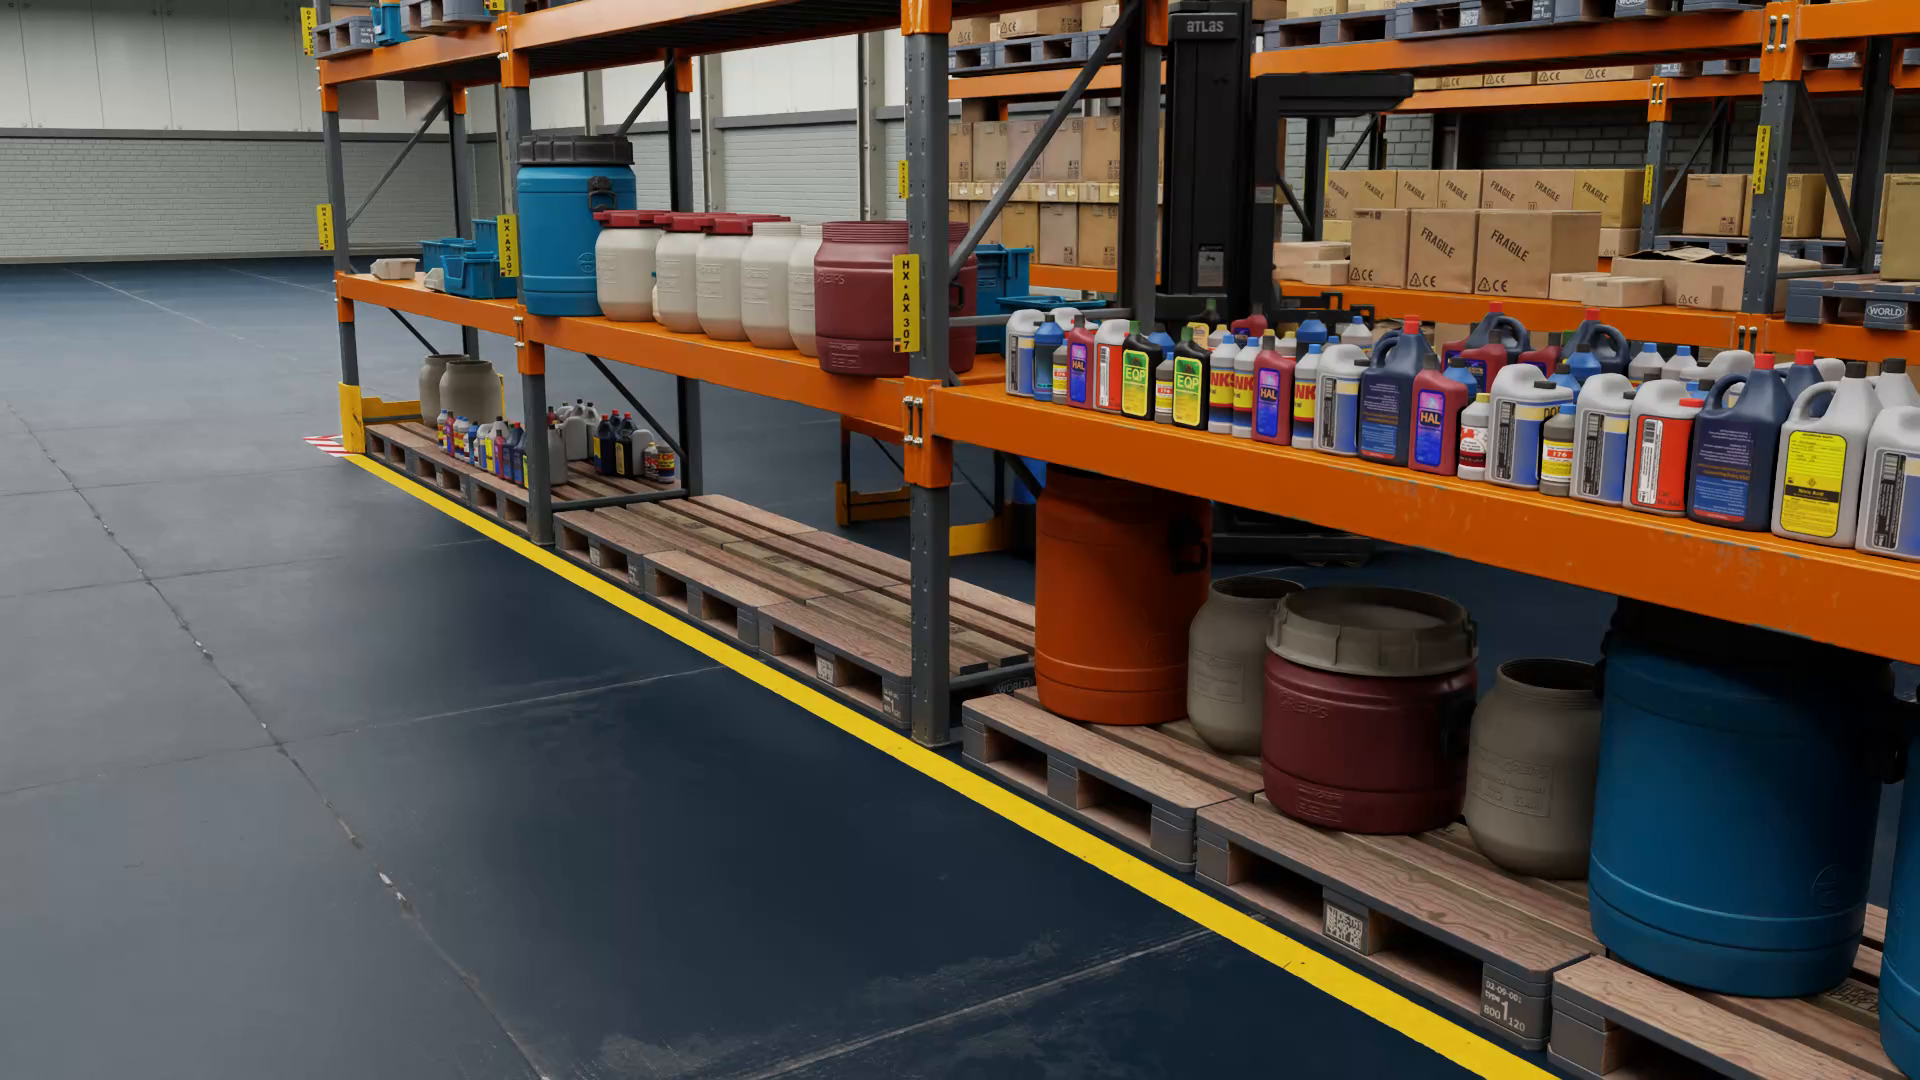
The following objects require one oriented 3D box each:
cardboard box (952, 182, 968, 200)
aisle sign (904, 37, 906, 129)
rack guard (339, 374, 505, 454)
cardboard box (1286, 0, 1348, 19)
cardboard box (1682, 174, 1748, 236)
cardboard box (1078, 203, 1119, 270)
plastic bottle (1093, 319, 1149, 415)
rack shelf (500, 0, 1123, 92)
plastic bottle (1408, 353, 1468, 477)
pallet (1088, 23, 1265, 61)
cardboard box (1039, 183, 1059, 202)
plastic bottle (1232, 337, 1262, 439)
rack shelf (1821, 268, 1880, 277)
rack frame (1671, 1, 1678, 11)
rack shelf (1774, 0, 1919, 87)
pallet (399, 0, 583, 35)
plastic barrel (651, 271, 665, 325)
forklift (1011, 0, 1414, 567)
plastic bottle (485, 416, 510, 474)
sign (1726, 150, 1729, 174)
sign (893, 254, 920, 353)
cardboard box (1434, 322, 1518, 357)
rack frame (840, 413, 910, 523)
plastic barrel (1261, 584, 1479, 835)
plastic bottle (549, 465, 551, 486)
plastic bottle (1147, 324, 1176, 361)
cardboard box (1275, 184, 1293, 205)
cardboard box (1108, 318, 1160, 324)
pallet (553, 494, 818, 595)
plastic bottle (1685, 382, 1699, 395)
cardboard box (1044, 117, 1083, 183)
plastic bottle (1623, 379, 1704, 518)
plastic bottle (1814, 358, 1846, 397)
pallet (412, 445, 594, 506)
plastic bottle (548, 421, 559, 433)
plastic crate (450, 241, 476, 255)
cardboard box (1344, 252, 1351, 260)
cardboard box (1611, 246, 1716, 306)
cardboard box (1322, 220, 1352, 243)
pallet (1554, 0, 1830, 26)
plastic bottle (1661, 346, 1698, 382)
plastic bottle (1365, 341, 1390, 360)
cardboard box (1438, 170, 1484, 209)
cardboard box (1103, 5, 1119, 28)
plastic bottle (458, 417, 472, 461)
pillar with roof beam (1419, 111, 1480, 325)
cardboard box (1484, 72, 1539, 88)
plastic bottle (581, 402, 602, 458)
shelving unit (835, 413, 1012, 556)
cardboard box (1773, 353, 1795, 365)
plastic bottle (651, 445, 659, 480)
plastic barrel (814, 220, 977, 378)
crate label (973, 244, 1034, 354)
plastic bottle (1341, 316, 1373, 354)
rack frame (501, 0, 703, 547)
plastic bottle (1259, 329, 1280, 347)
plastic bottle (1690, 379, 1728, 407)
[{"bbox_3d":[0.153,-3.016,14.380,0.380,0.149,0.250,-9,15,-34],"label":"cardboard box"},{"bbox_3d":[-0.325,-4.038,14.718,0.394,0.787,0.004,-8,15,-33],"label":"aisle sign"},{"bbox_3d":[-4.078,-0.977,12.661,1.175,0.500,0.348,-8,15,-33],"label":"rack guard"},{"bbox_3d":[2.516,-3.567,11.000,0.500,0.250,0.500,-6,14,-27],"label":"cardboard box"},{"bbox_3d":[6.558,-2.837,14.050,0.700,0.500,0.500,-8,15,-33],"label":"cardboard box"},{"bbox_3d":[1.359,-2.391,13.038,0.700,0.500,0.500,-8,15,-32],"label":"cardboard box"},{"bbox_3d":[0.500,-0.526,5.034,0.152,0.276,0.135,-8,15,-33],"label":"plastic bottle"},{"bbox_3d":[-0.835,-2.253,7.307,1.077,0.370,4.000,-8,15,-33],"label":"rack shelf"},{"bbox_3d":[1.151,-0.303,3.998,0.061,0.283,0.133,-8,15,-33],"label":"plastic bottle"},{"bbox_3d":[1.689,-3.651,12.224,1.003,0.211,1.213,-8,15,-33],"label":"pallet"},{"bbox_3d":[0.856,-2.789,13.342,0.380,0.149,0.250,-8,15,-32],"label":"cardboard box"},{"bbox_3d":[0.797,-0.417,4.550,0.097,0.271,0.097,0,12,0],"label":"plastic bottle"},{"bbox_3d":[7.413,-1.961,12.990,1.077,0.370,4.000,-8,15,-33],"label":"rack shelf"},{"bbox_3d":[6.305,-5.599,13.899,1.000,3.000,0.127,-8,15,-33],"label":"rack frame"},{"bbox_3d":[5.507,-2.128,6.732,1.077,0.370,4.000,-8,15,-33],"label":"rack shelf"},{"bbox_3d":[-2.424,-2.985,9.411,1.213,0.211,1.003,-8,15,-33],"label":"pallet"},{"bbox_3d":[-1.337,-1.174,8.033,0.301,0.262,0.301,0,12,0],"label":"plastic barrel"},{"bbox_3d":[1.814,-1.408,8.941,3.031,2.935,1.130,1,12,3],"label":"forklift"},{"bbox_3d":[-2.825,-0.588,10.200,0.144,0.351,0.185,-8,15,-33],"label":"plastic bottle"},{"bbox_3d":[6.765,-3.300,14.719,0.100,0.325,0.005,-8,15,-33],"label":"sign"},{"bbox_3d":[-0.181,-0.797,5.603,0.100,0.325,0.005,-8,15,-33],"label":"sign"},{"bbox_3d":[5.077,-2.001,16.314,0.700,0.500,0.500,-9,15,-36],"label":"cardboard box"},{"bbox_3d":[-0.470,-0.856,9.765,0.500,1.500,0.032,-7,14,-28],"label":"rack frame"},{"bbox_3d":[1.184,0.475,4.830,0.600,0.588,0.708,-8,15,-33],"label":"plastic barrel"},{"bbox_3d":[-2.403,-0.371,9.556,0.097,0.201,0.097,0,12,0],"label":"plastic bottle"},{"bbox_3d":[0.592,-0.507,4.959,0.097,0.271,0.097,0,12,0],"label":"plastic bottle"},{"bbox_3d":[2.195,-2.517,12.099,0.380,0.149,0.250,-8,15,-33],"label":"cardboard box"},{"bbox_3d":[1.477,-1.456,12.696,0.500,0.500,0.500,-8,15,-33],"label":"cardboard box"},{"bbox_3d":[-1.475,0.002,8.858,1.003,0.211,1.213,-8,15,-33],"label":"pallet"},{"bbox_3d":[1.815,-0.291,4.134,0.097,0.201,0.097,0,12,0],"label":"plastic bottle"},{"bbox_3d":[1.097,-3.109,13.288,0.700,0.500,0.500,-8,15,-33],"label":"cardboard box"},{"bbox_3d":[1.520,-0.198,3.537,0.152,0.276,0.135,-8,15,-33],"label":"plastic bottle"},{"bbox_3d":[2.037,-0.304,4.020,0.152,0.276,0.135,-8,15,-33],"label":"plastic bottle"},{"bbox_3d":[-2.960,-0.474,11.037,1.003,0.211,1.213,-8,15,-33],"label":"pallet"},{"bbox_3d":[-2.676,-0.689,11.011,0.097,0.201,0.097,0,12,0],"label":"plastic bottle"},{"bbox_3d":[-3.278,-1.964,11.670,0.499,0.251,0.408,-8,15,-33],"label":"plastic crate"},{"bbox_3d":[2.823,-1.880,11.254,0.396,0.266,0.258,-9,15,-34],"label":"cardboard box"},{"bbox_3d":[4.065,-1.508,9.444,0.500,0.311,0.500,-8,15,-33],"label":"cardboard box"},{"bbox_3d":[4.094,-3.191,17.238,0.500,0.250,0.500,-9,15,-34],"label":"cardboard box"},{"bbox_3d":[3.949,-2.853,8.806,1.213,0.211,1.003,-7,14,-30],"label":"pallet"},{"bbox_3d":[1.867,-0.367,4.318,0.097,0.271,0.097,0,12,0],"label":"plastic bottle"},{"bbox_3d":[1.299,-0.515,5.160,0.097,0.201,0.097,0,12,0],"label":"plastic bottle"},{"bbox_3d":[4.945,-3.289,15.931,0.500,0.500,0.500,-8,14,-31],"label":"cardboard box"},{"bbox_3d":[1.287,-3.879,12.335,0.380,0.149,0.250,-8,15,-33],"label":"cardboard box"},{"bbox_3d":[-3.169,-0.651,10.672,0.097,0.271,0.097,0,12,0],"label":"plastic bottle"},{"bbox_3d":[1.612,-5.778,14.721,9.100,9.000,0.400,-8,15,-33],"label":"pillar with roof beam"},{"bbox_3d":[5.211,-4.438,15.332,0.500,0.500,0.500,-9,15,-35],"label":"cardboard box"},{"bbox_3d":[-2.385,-0.718,10.794,0.144,0.351,0.185,-8,15,-33],"label":"plastic bottle"},{"bbox_3d":[-0.223,-0.759,9.321,0.587,1.500,1.083,-7,14,-28],"label":"shelving unit"},{"bbox_3d":[7.054,-1.447,13.777,0.700,0.500,0.500,-8,15,-34],"label":"cardboard box"},{"bbox_3d":[-1.811,-0.470,10.008,0.097,0.201,0.097,0,12,0],"label":"plastic bottle"},{"bbox_3d":[-0.236,-0.897,6.123,0.600,0.536,0.708,-8,15,-33],"label":"plastic barrel"},{"bbox_3d":[-0.052,-1.010,6.875,0.502,0.435,0.616,-8,15,-33],"label":"crate label"},{"bbox_3d":[1.245,-0.566,5.232,0.097,0.271,0.097,0,12,0],"label":"plastic bottle"},{"bbox_3d":[-1.943,-1.495,9.177,1.000,3.000,0.127,-8,15,-33],"label":"rack frame"},{"bbox_3d":[1.029,-0.602,5.556,0.097,0.201,0.097,0,12,0],"label":"plastic bottle"},{"bbox_3d":[1.614,-0.214,3.620,0.097,0.271,0.097,0,12,0],"label":"plastic bottle"}]
